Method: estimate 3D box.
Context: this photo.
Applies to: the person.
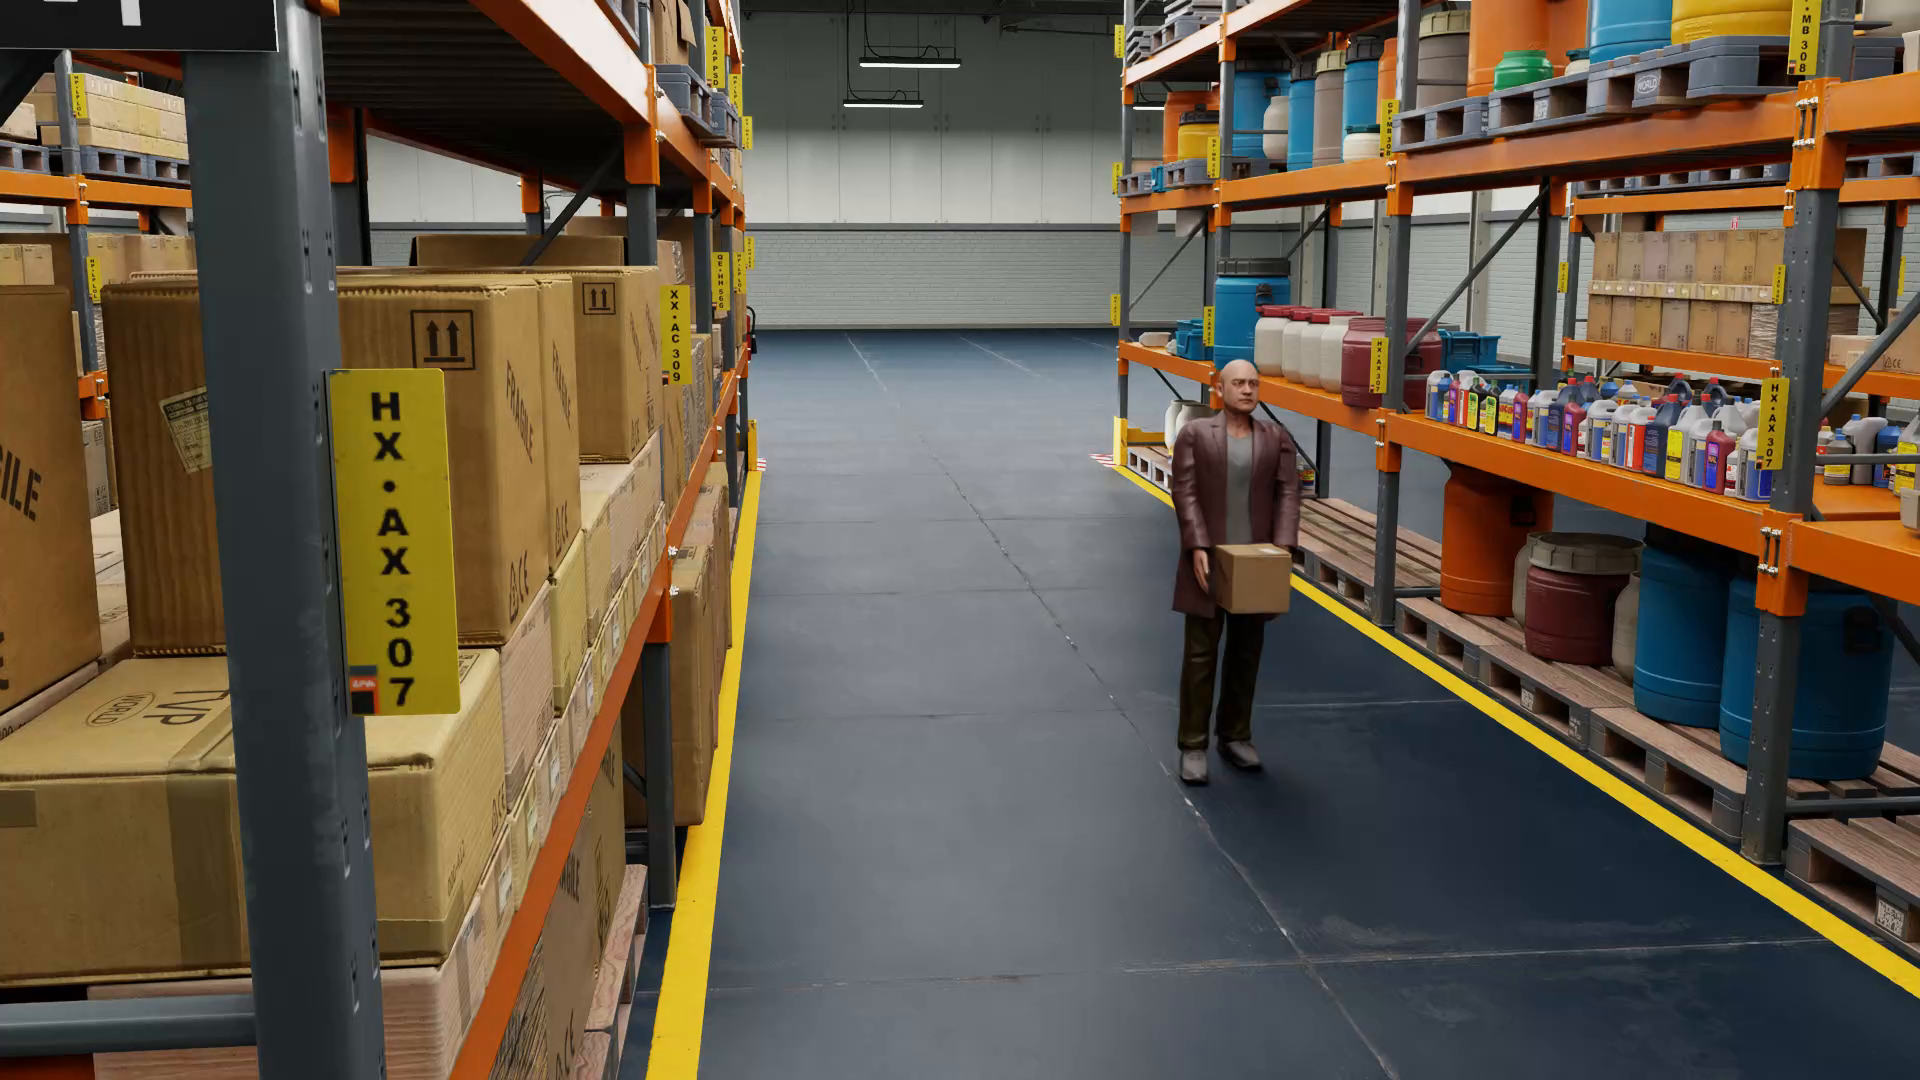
[{"bbox_3d":[1.207,0.121,7.195,0.571,1.779,0.537,-1,10,-5],"label":"person"}]
